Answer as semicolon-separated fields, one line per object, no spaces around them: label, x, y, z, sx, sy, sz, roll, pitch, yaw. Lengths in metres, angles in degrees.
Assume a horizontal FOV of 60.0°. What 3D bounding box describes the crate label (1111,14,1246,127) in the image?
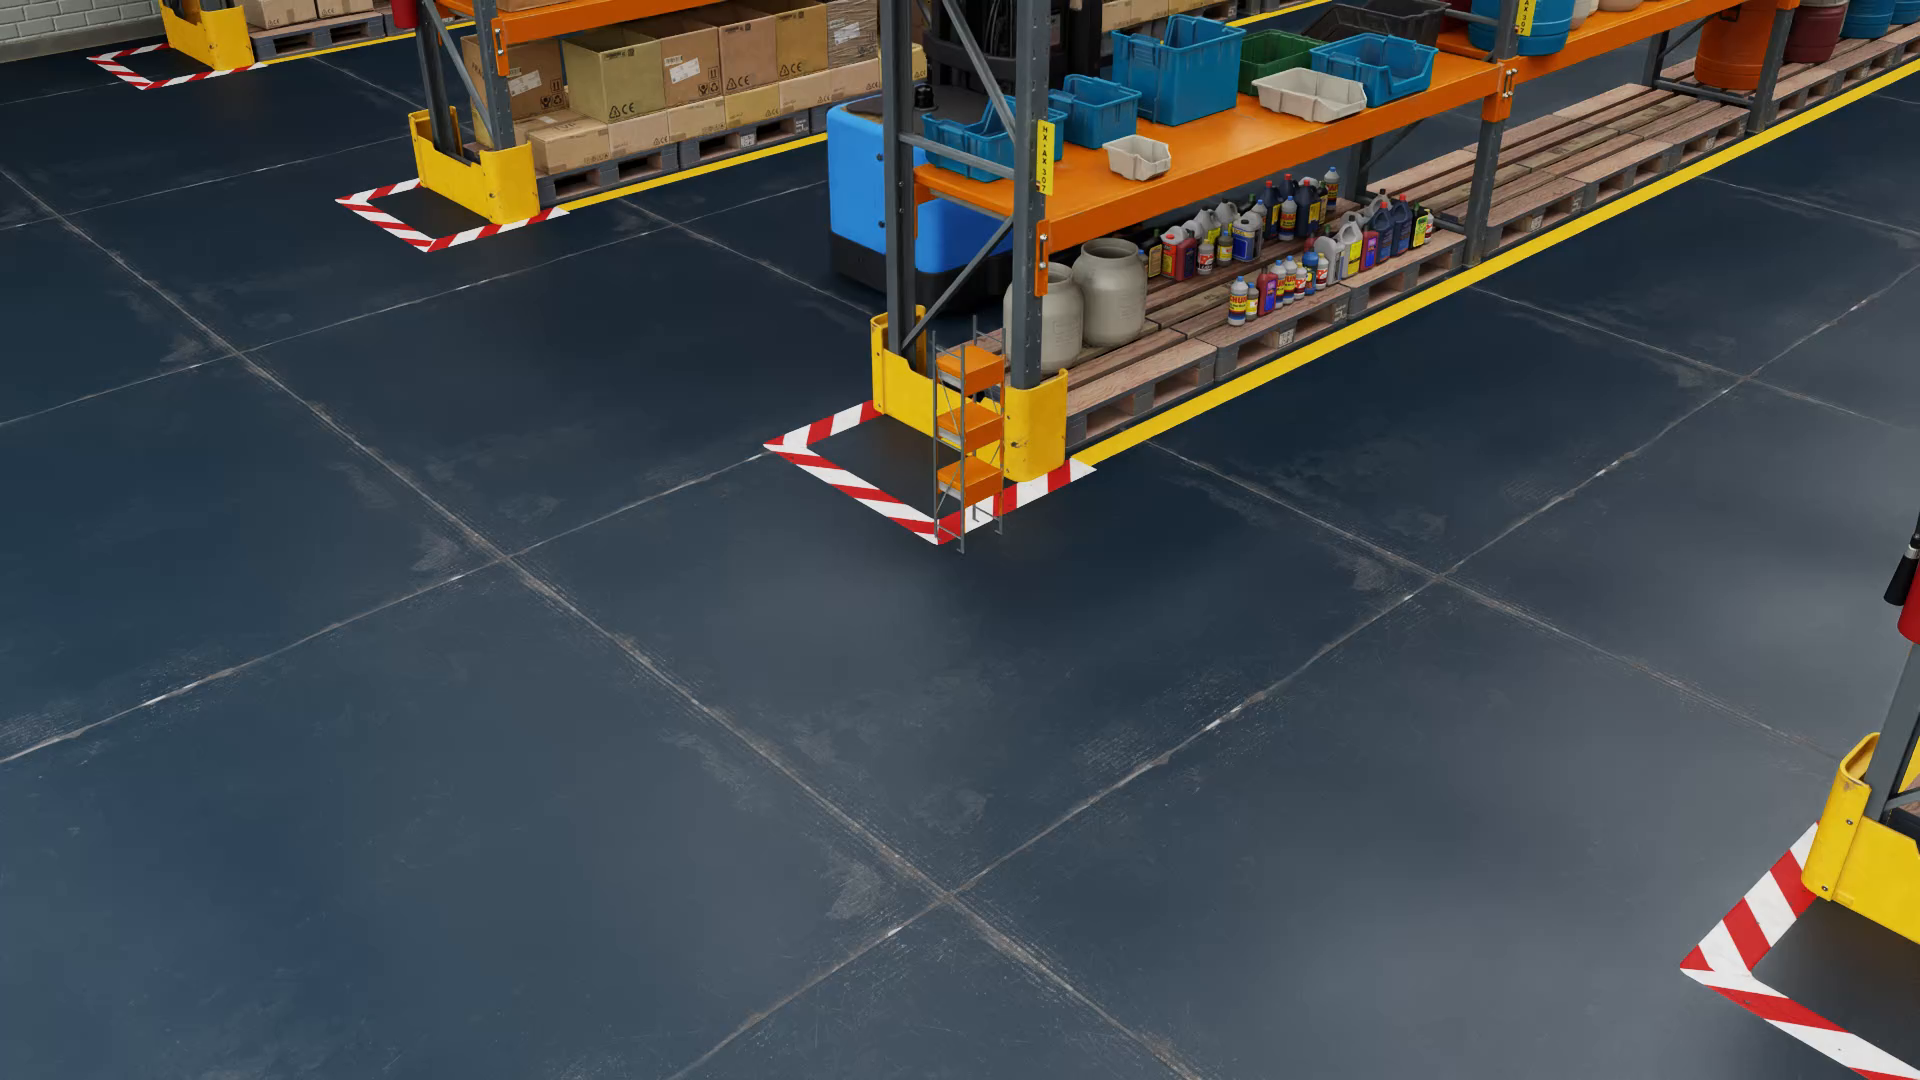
crate label;1.174;-2.562;9.030;0.616;0.435;0.502;-26;40;-35

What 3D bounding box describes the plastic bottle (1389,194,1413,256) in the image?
plastic bottle;2.665;-1.928;10.145;0.185;0.351;0.144;-27;41;-37

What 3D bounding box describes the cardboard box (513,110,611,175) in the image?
cardboard box;-2.813;-2.798;11.683;0.500;0.250;0.500;-26;40;-35

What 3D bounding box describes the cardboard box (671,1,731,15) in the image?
cardboard box;-2.076;-3.854;12.691;0.500;0.500;0.500;-26;40;-35

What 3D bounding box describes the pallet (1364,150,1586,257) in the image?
pallet;3.490;-2.313;11.330;1.213;0.211;1.003;-26;40;-35

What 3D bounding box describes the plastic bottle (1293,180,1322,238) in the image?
plastic bottle;2.165;-2.084;10.400;0.185;0.351;0.144;-26;40;-35

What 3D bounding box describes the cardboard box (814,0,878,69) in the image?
cardboard box;-0.990;-4.010;12.948;0.500;0.500;0.500;-26;40;-35

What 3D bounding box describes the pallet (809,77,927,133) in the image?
pallet;-1.036;-3.650;13.516;1.213;0.211;1.003;-26;40;-35

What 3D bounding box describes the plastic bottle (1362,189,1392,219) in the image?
plastic bottle;2.567;-1.983;10.236;0.185;0.351;0.144;-26;40;-35

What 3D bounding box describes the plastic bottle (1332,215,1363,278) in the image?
plastic bottle;2.287;-1.746;9.847;0.185;0.351;0.144;-26;40;-36

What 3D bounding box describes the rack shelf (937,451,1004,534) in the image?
rack shelf;0.039;-0.221;7.658;0.240;0.259;0.215;-26;40;-35

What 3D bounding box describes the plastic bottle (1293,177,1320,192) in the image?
plastic bottle;2.191;-2.164;10.603;0.135;0.276;0.152;-24;39;-34

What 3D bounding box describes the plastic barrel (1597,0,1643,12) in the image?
plastic barrel;4.330;-3.783;10.931;0.433;0.535;0.433;0;31;0

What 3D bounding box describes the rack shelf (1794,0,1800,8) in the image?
rack shelf;7.341;-5.031;13.791;4.000;0.370;1.077;-26;40;-35

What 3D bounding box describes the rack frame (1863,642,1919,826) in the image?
rack frame;3.375;0.104;4.704;0.127;3.000;1.000;-26;40;-35

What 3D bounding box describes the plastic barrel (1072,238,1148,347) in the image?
plastic barrel;0.806;-1.349;9.062;0.421;0.512;0.421;0;31;0

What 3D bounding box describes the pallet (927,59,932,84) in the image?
pallet;0.090;-4.192;14.403;1.213;0.211;1.003;-26;40;-35

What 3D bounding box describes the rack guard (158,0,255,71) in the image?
rack guard;-6.673;-4.541;14.697;0.348;0.500;1.175;-26;40;-35

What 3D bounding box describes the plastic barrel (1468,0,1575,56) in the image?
plastic barrel;3.430;-3.444;10.027;0.708;0.901;0.600;-26;40;-35

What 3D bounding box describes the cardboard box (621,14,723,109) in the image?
cardboard box;-2.090;-3.478;12.077;0.500;0.500;0.500;-26;40;-35

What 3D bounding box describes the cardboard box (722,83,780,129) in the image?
cardboard box;-1.712;-3.329;12.552;0.500;0.250;0.500;-26;40;-35

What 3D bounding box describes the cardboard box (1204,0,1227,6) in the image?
cardboard box;2.289;-5.250;15.694;0.500;0.250;0.500;-25;39;-34

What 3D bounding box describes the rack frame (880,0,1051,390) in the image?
rack frame;0.008;-1.790;7.803;0.127;3.000;1.000;-26;40;-35

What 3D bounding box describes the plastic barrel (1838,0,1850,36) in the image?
plastic barrel;7.403;-4.561;14.316;0.421;0.512;0.421;0;31;0

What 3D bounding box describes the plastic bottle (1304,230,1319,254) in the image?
plastic bottle;2.092;-1.701;9.839;0.133;0.283;0.061;-26;40;-35

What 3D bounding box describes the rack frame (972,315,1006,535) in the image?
rack frame;0.129;-0.510;7.578;0.008;1.050;0.200;-26;40;-35

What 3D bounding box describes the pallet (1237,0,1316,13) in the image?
pallet;3.082;-5.585;16.681;1.213;0.211;1.003;-26;40;-35

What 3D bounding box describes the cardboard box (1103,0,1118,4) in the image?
cardboard box;1.175;-4.948;14.662;0.500;0.311;0.500;-25;39;-34

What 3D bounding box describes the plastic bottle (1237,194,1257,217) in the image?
plastic bottle;1.779;-2.001;10.329;0.133;0.283;0.061;-24;39;-33

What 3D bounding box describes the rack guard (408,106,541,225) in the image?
rack guard;-3.375;-2.612;11.542;0.348;0.500;1.175;-26;40;-35

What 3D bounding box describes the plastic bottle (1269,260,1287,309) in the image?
plastic bottle;1.801;-1.460;9.455;0.097;0.271;0.097;0;31;0

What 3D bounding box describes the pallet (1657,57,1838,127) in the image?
pallet;6.424;-3.734;13.654;1.213;0.211;1.003;-26;40;-35

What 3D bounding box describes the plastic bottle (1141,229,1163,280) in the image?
plastic bottle;1.130;-1.687;9.815;0.133;0.283;0.061;-25;39;-34

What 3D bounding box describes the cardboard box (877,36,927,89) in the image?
cardboard box;-0.616;-3.863;13.426;0.500;0.250;0.500;-26;40;-35

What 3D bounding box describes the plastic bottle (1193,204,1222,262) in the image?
plastic bottle;1.480;-1.856;10.027;0.185;0.351;0.144;-24;39;-34

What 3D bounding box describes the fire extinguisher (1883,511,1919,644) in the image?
fire extinguisher;2.978;0.002;4.946;0.183;0.674;0.296;-26;40;-35

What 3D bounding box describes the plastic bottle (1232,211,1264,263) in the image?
plastic bottle;1.736;-1.842;10.076;0.135;0.276;0.152;-26;40;-35

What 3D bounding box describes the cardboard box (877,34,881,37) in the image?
cardboard box;-0.970;-4.063;13.752;0.500;0.250;0.500;-26;40;-35

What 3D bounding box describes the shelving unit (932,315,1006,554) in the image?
shelving unit;0.039;-0.467;7.507;0.252;1.050;0.215;-26;40;-35

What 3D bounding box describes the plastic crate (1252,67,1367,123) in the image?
plastic crate;1.922;-2.424;9.091;0.437;0.136;0.530;-26;40;-35

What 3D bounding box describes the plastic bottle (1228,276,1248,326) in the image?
plastic bottle;1.549;-1.338;9.256;0.097;0.271;0.097;0;31;0

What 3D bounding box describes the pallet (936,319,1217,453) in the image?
pallet;0.631;-0.932;9.072;1.213;0.211;1.003;-26;40;-35

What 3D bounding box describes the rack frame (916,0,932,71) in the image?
rack frame;-0.424;-5.105;13.224;0.127;3.000;1.000;-26;40;-35

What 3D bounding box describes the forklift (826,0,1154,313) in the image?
forklift;0.623;-3.236;10.232;3.031;2.935;1.130;-25;39;-34

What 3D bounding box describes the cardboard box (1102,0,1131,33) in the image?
cardboard box;1.167;-4.705;14.803;0.500;0.250;0.500;-25;39;-35

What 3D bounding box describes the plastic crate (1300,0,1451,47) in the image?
plastic crate;2.471;-3.046;9.915;0.504;0.338;0.767;-26;40;-35

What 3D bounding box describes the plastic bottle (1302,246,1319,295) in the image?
plastic bottle;2.022;-1.567;9.631;0.097;0.271;0.097;0;31;0
